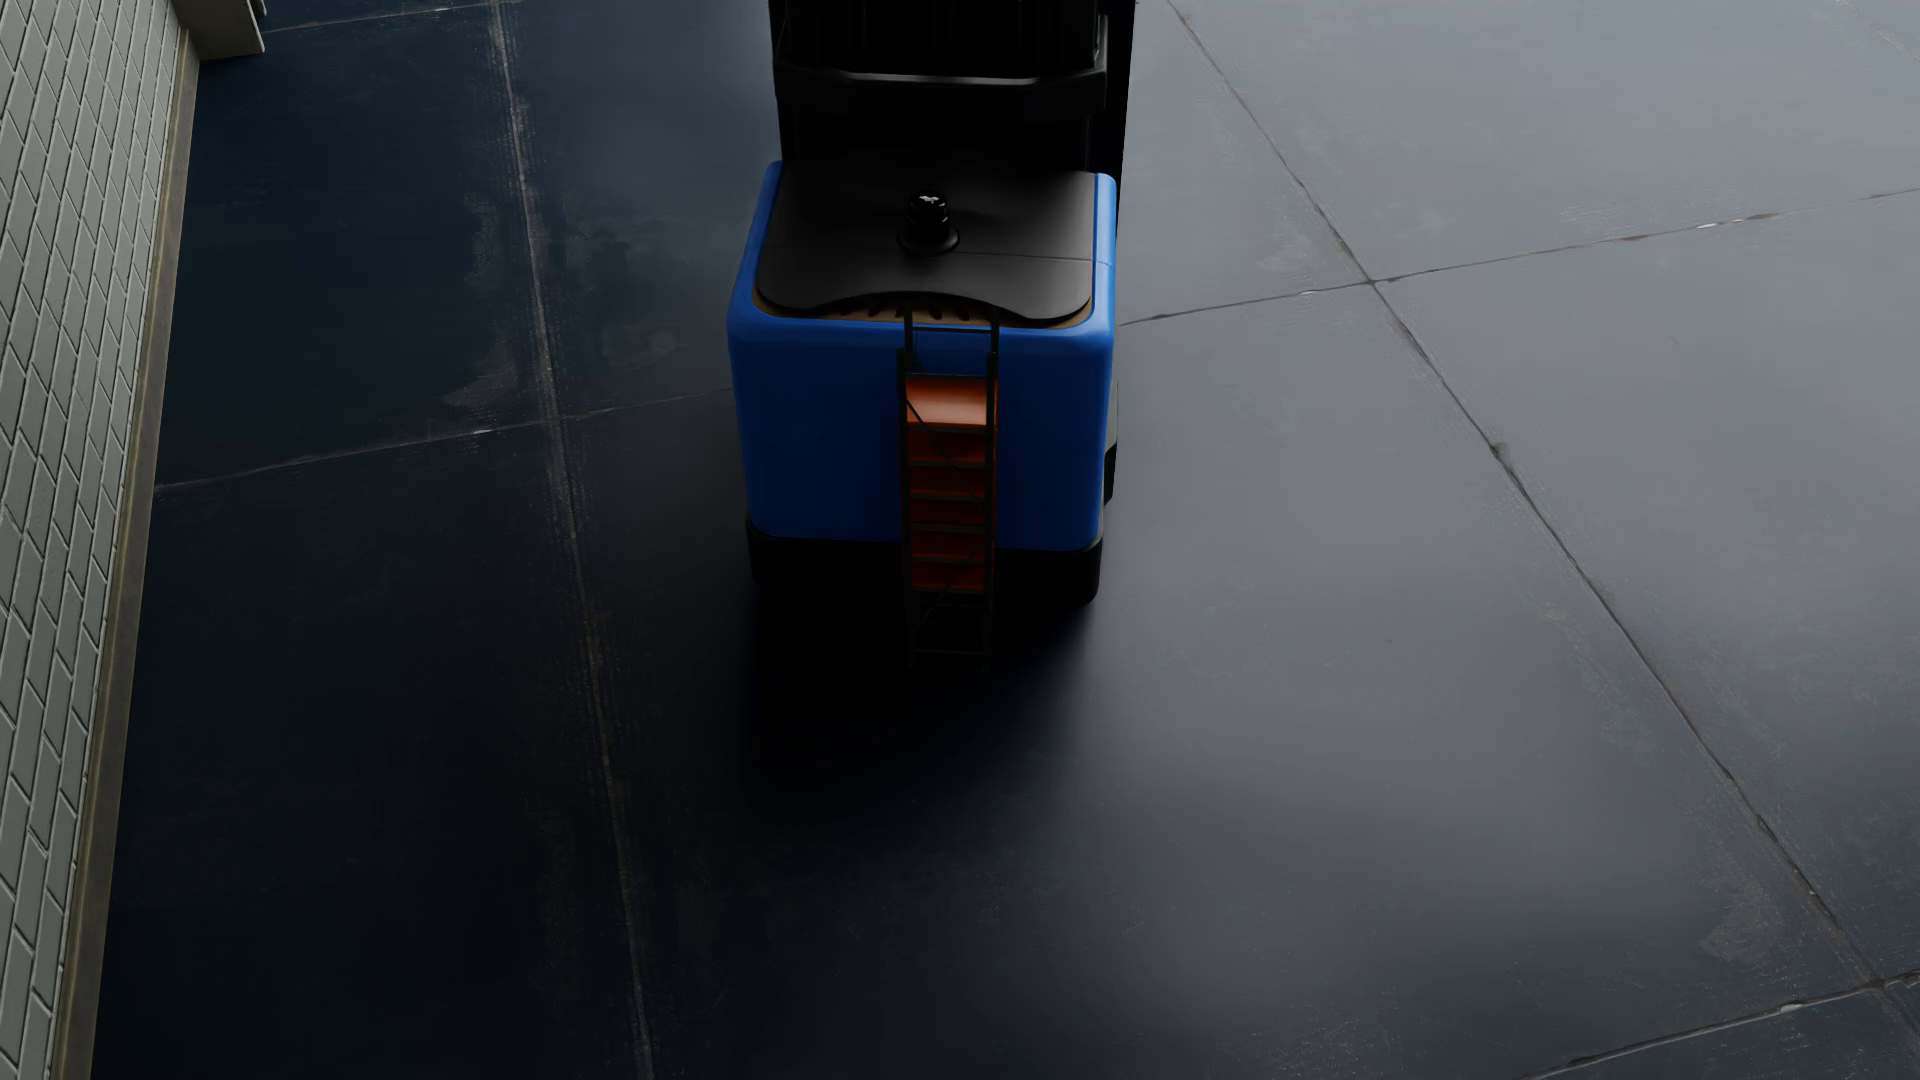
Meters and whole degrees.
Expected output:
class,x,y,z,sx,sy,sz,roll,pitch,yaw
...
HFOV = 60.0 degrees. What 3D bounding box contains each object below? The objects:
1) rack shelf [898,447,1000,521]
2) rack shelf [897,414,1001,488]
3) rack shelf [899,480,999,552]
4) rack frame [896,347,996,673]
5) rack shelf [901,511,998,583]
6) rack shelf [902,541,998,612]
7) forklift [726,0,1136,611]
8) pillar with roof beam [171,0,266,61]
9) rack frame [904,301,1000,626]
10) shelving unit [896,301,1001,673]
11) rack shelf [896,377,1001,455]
class,x,y,z,sx,sy,sz,roll,pitch,yaw
rack shelf,-0.028,-0.156,4.457,0.258,0.103,0.180,3,46,3
rack shelf,-0.028,-0.240,4.372,0.258,0.103,0.180,3,46,3
rack shelf,-0.028,-0.072,4.543,0.258,0.103,0.180,3,46,3
rack frame,-0.034,-0.038,4.447,0.240,1.200,0.006,3,46,3
rack shelf,-0.028,0.012,4.629,0.258,0.103,0.180,3,46,3
rack shelf,-0.028,0.096,4.714,0.258,0.103,0.180,3,46,3
forklift,-0.006,-1.865,5.025,1.130,2.935,3.031,3,46,3
pillar with roof beam,0.878,-6.204,5.029,9.100,9.000,0.400,-11,47,-10
rack frame,-0.021,-0.169,4.575,0.240,1.200,0.006,3,46,3
shelving unit,-0.028,-0.104,4.511,0.258,1.200,0.189,3,46,3
rack shelf,-0.028,-0.324,4.286,0.258,0.103,0.180,3,46,3
